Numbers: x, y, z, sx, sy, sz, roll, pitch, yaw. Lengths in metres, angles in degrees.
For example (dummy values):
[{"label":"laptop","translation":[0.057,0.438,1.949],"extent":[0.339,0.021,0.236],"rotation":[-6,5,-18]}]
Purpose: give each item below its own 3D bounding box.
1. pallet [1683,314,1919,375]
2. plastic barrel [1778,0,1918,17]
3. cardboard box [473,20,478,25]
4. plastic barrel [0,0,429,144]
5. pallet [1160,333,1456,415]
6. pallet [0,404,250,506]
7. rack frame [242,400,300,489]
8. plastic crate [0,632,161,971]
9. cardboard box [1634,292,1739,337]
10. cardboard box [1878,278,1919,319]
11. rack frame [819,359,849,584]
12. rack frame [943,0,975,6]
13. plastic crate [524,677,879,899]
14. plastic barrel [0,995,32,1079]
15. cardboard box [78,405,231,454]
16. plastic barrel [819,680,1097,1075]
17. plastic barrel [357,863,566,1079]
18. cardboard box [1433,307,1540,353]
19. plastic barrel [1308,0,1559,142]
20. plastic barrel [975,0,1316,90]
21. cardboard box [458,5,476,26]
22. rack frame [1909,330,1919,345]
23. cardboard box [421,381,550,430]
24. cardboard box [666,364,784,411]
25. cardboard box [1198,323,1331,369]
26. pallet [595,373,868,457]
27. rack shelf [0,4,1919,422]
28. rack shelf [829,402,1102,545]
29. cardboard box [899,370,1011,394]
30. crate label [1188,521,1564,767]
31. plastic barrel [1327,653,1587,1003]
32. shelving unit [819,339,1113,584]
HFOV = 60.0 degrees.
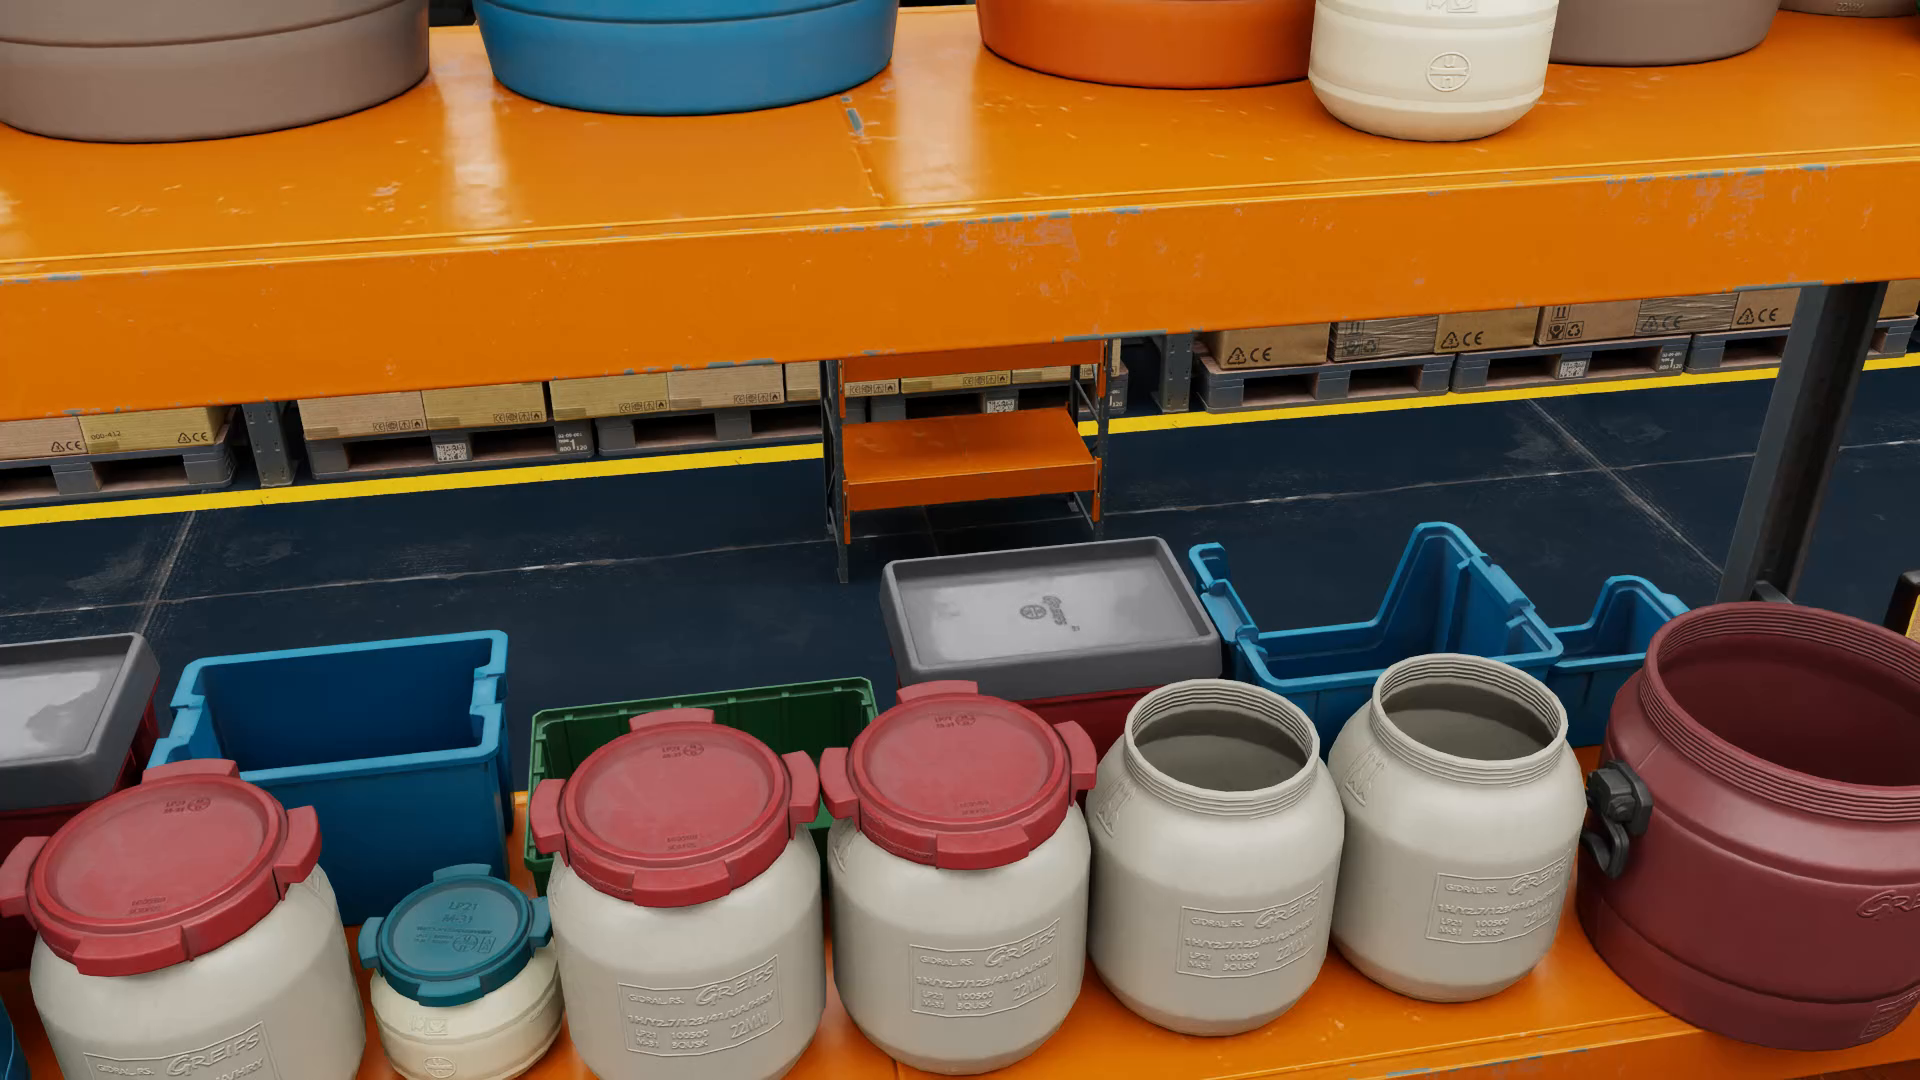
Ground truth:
[{"label":"pallet","translation":[4.057,-1.200,8.583],"extent":[1.213,0.211,1.003],"rotation":[-5,31,-9]},{"label":"plastic barrel","translation":[1.444,-1.126,2.636],"extent":[0.421,0.512,0.421],"rotation":[0,30,0]},{"label":"cardboard box","translation":[-1.742,-1.918,6.954],"extent":[0.500,0.500,0.500],"rotation":[-3,31,-5]},{"label":"plastic barrel","translation":[-1.026,-1.018,2.069],"extent":[0.600,0.901,0.600],"rotation":[0,30,0]},{"label":"pallet","translation":[1.657,-0.977,8.204],"extent":[1.213,0.211,1.003],"rotation":[-5,31,-9]},{"label":"pallet","translation":[-3.808,-0.511,7.411],"extent":[1.213,0.211,1.003],"rotation":[-5,31,-9]},{"label":"rack frame","translation":[-3.019,-1.765,6.792],"extent":[0.127,3.000,1.000],"rotation":[-5,31,-9]},{"label":"plastic crate","translation":[-1.709,0.481,2.910],"extent":[0.583,0.464,0.402],"rotation":[-5,31,-9]},{"label":"cardboard box","translation":[3.436,-1.333,8.090],"extent":[0.500,0.500,0.500],"rotation":[-5,31,-8]},{"label":"cardboard box","translation":[4.417,-1.420,8.237],"extent":[0.500,0.500,0.500],"rotation":[-5,31,-9]},{"label":"rack frame","translation":[-0.493,-0.439,6.387],"extent":[0.032,1.125,0.500],"rotation":[-5,31,-9]},{"label":"rack frame","translation":[0.020,-4.600,11.613],"extent":[0.127,3.000,1.000],"rotation":[-5,31,-9]},{"label":"plastic crate","translation":[-0.468,0.497,3.155],"extent":[0.662,0.188,0.450],"rotation":[-5,31,-9]},{"label":"plastic barrel","translation":[-1.695,0.605,2.268],"extent":[0.708,0.901,0.600],"rotation":[-5,31,-9]},{"label":"cardboard box","translation":[-3.435,-0.609,7.126],"extent":[0.500,0.250,0.500],"rotation":[-5,31,-9]},{"label":"plastic barrel","translation":[-0.002,0.562,2.701],"extent":[0.433,0.535,0.433],"rotation":[0,30,0]},{"label":"plastic barrel","translation":[-0.800,0.720,2.702],"extent":[0.301,0.262,0.301],"rotation":[0,30,0]},{"label":"cardboard box","translation":[2.424,-1.235,7.923],"extent":[0.500,0.500,0.500],"rotation":[-6,31,-10]},{"label":"plastic barrel","translation":[0.596,-0.661,2.092],"extent":[0.301,0.262,0.301],"rotation":[0,30,0]},{"label":"plastic barrel","translation":[0.314,-1.112,2.299],"extent":[0.708,0.830,0.600],"rotation":[-5,31,-9]},{"label":"cardboard box","translation":[-3.193,-3.422,11.643],"extent":[0.500,0.500,0.700],"rotation":[-4,31,-7]},{"label":"rack frame","translation":[4.851,-2.495,8.034],"extent":[0.127,3.000,1.000],"rotation":[-5,31,-9]},{"label":"cardboard box","translation":[-2.074,-0.720,7.314],"extent":[0.500,0.250,0.500],"rotation":[-5,31,-8]},{"label":"cardboard box","translation":[-1.065,-0.815,7.475],"extent":[0.500,0.250,0.500],"rotation":[-5,31,-8]},{"label":"cardboard box","translation":[1.415,-1.141,7.764],"extent":[0.500,0.500,0.500],"rotation":[-4,31,-7]},{"label":"pallet","translation":[-1.098,-0.763,7.839],"extent":[1.213,0.211,1.003],"rotation":[-5,31,-9]},{"label":"rack shelf","translation":[-0.163,-0.461,2.324],"extent":[4.000,0.370,1.077],"rotation":[-5,31,-9]},{"label":"rack shelf","translation":[0.007,-0.275,6.590],"extent":[1.000,0.278,0.538],"rotation":[-5,31,-9]},{"label":"cardboard box","translation":[-0.064,-0.907,7.632],"extent":[0.500,0.250,0.500],"rotation":[-6,31,-10]},{"label":"crate label","translation":[0.779,0.280,3.279],"extent":[0.616,0.435,0.502],"rotation":[-5,31,-9]},{"label":"plastic barrel","translation":[0.831,0.492,2.844],"extent":[0.421,0.512,0.421],"rotation":[0,30,0]},{"label":"shelving unit","translation":[0.007,-0.486,6.466],"extent":[1.048,1.125,0.538],"rotation":[-5,31,-9]}]
